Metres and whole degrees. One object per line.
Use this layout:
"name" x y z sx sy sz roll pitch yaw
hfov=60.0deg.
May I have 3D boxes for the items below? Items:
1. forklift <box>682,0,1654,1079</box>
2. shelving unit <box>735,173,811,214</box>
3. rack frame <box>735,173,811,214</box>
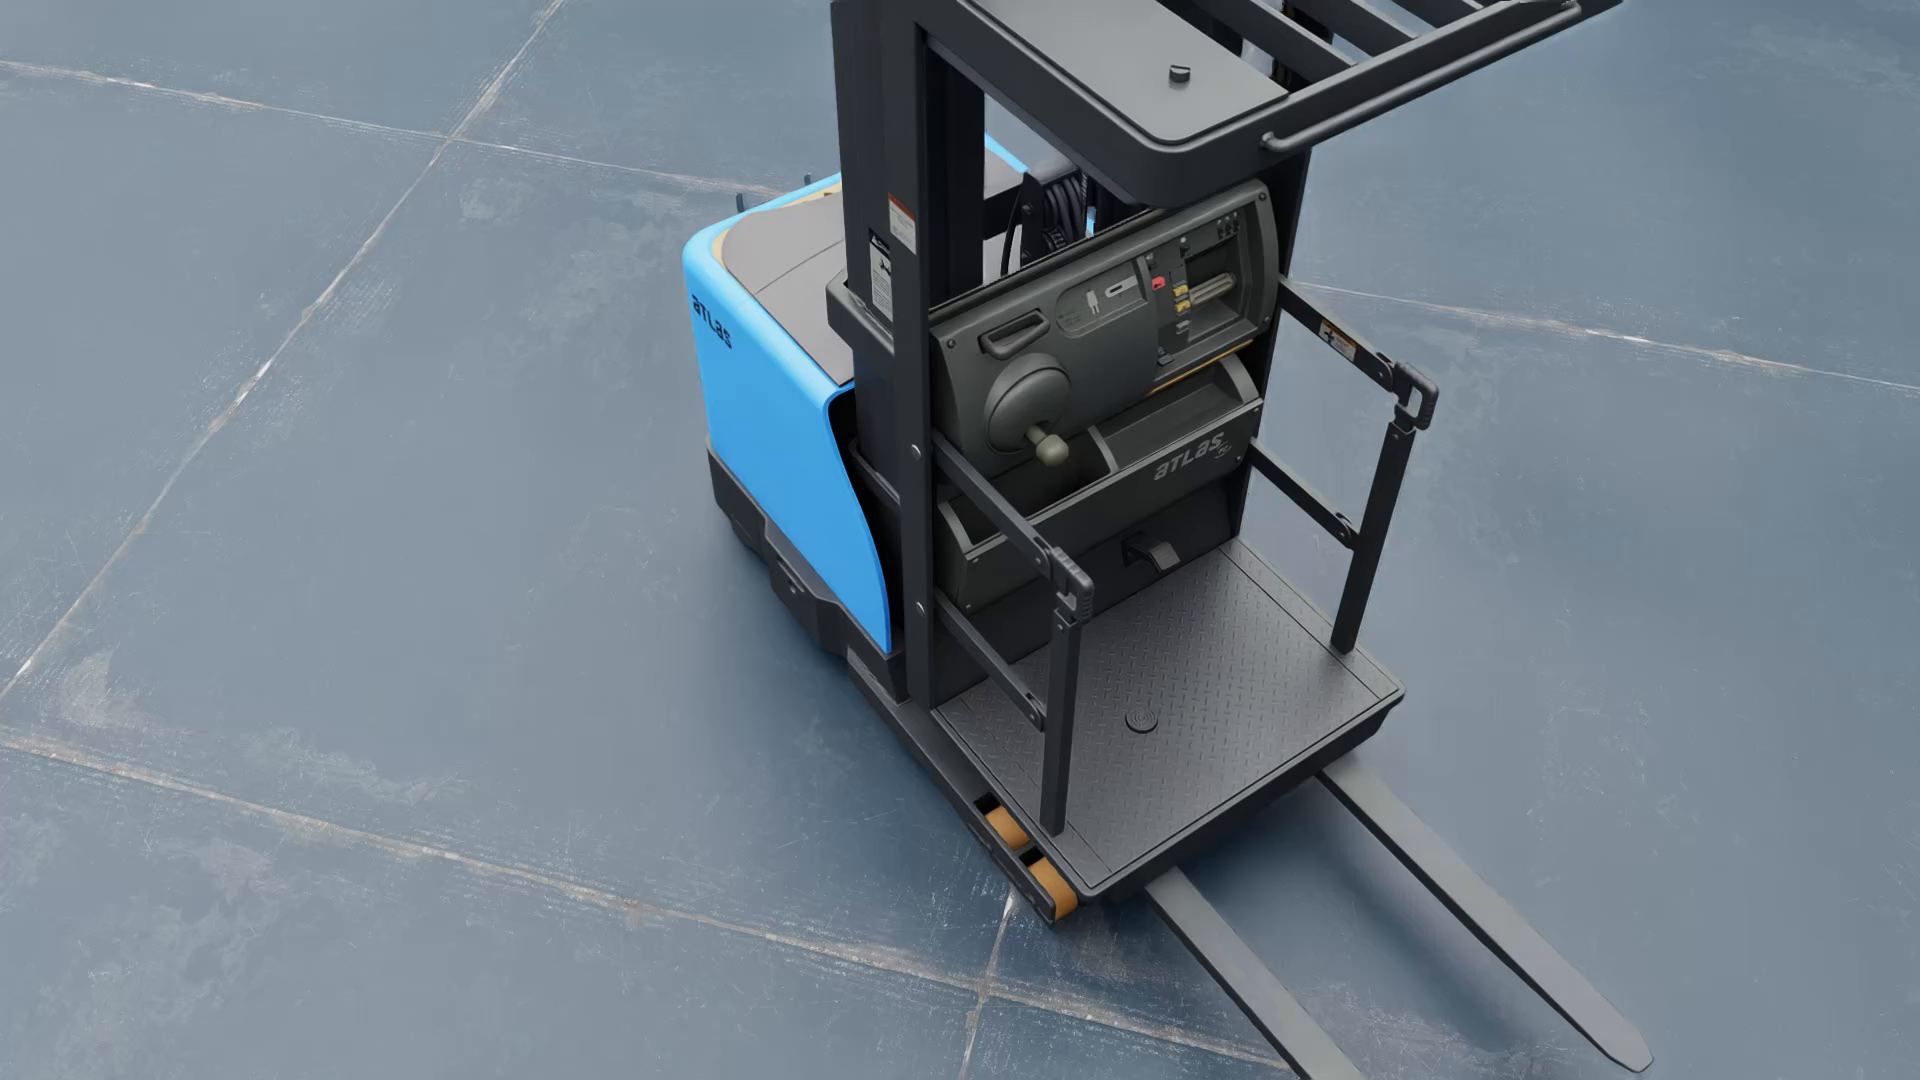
"forklift" 0.479 -0.393 3.642 1.130 2.935 3.031 -28 54 -22
"shelving unit" -0.517 -0.704 5.271 0.258 0.900 0.210 -20 52 -17
"rack frame" -0.562 -0.772 5.331 0.240 0.900 0.006 -20 52 -17
